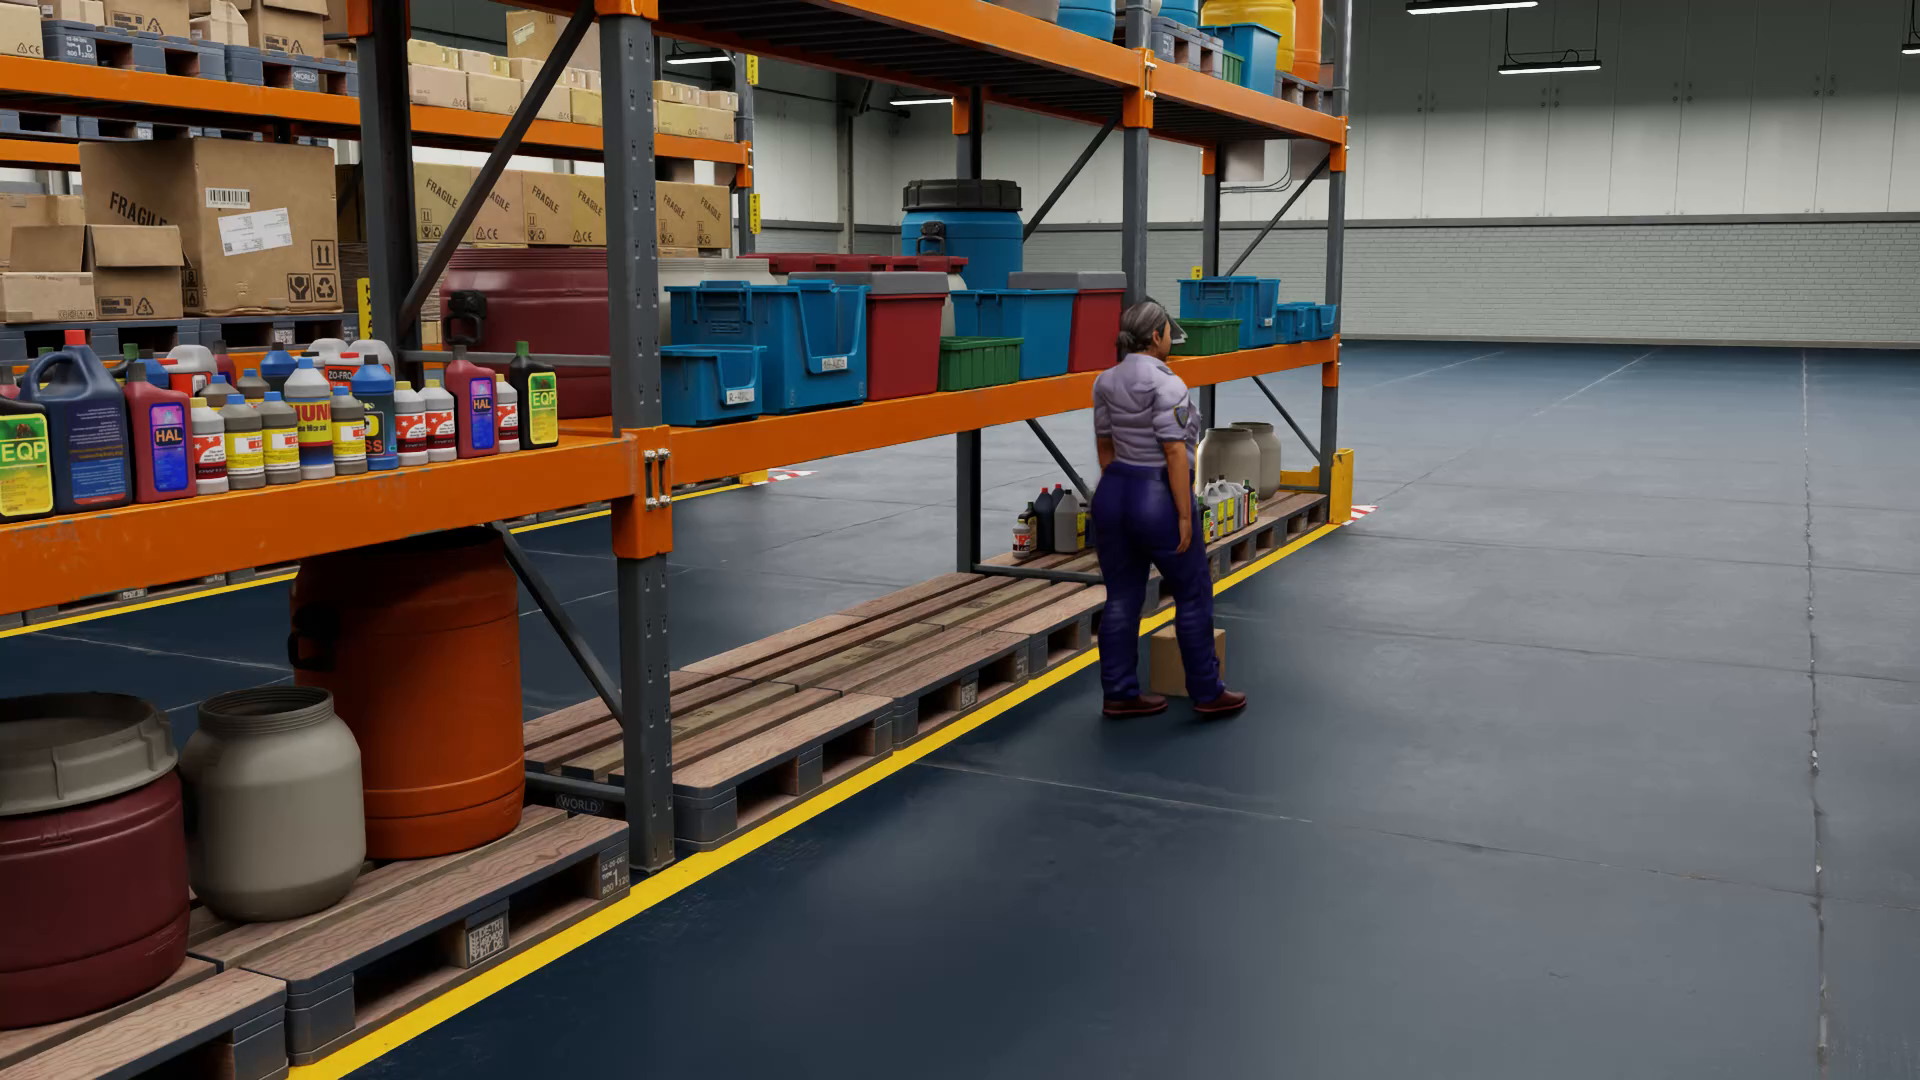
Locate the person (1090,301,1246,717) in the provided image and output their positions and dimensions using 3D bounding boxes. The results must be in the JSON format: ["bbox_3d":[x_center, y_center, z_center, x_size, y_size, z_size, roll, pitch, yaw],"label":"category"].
[{"bbox_3d":[0.819,-0.121,6.611,0.584,1.644,0.489,-9,13,-43],"label":"person"}]
